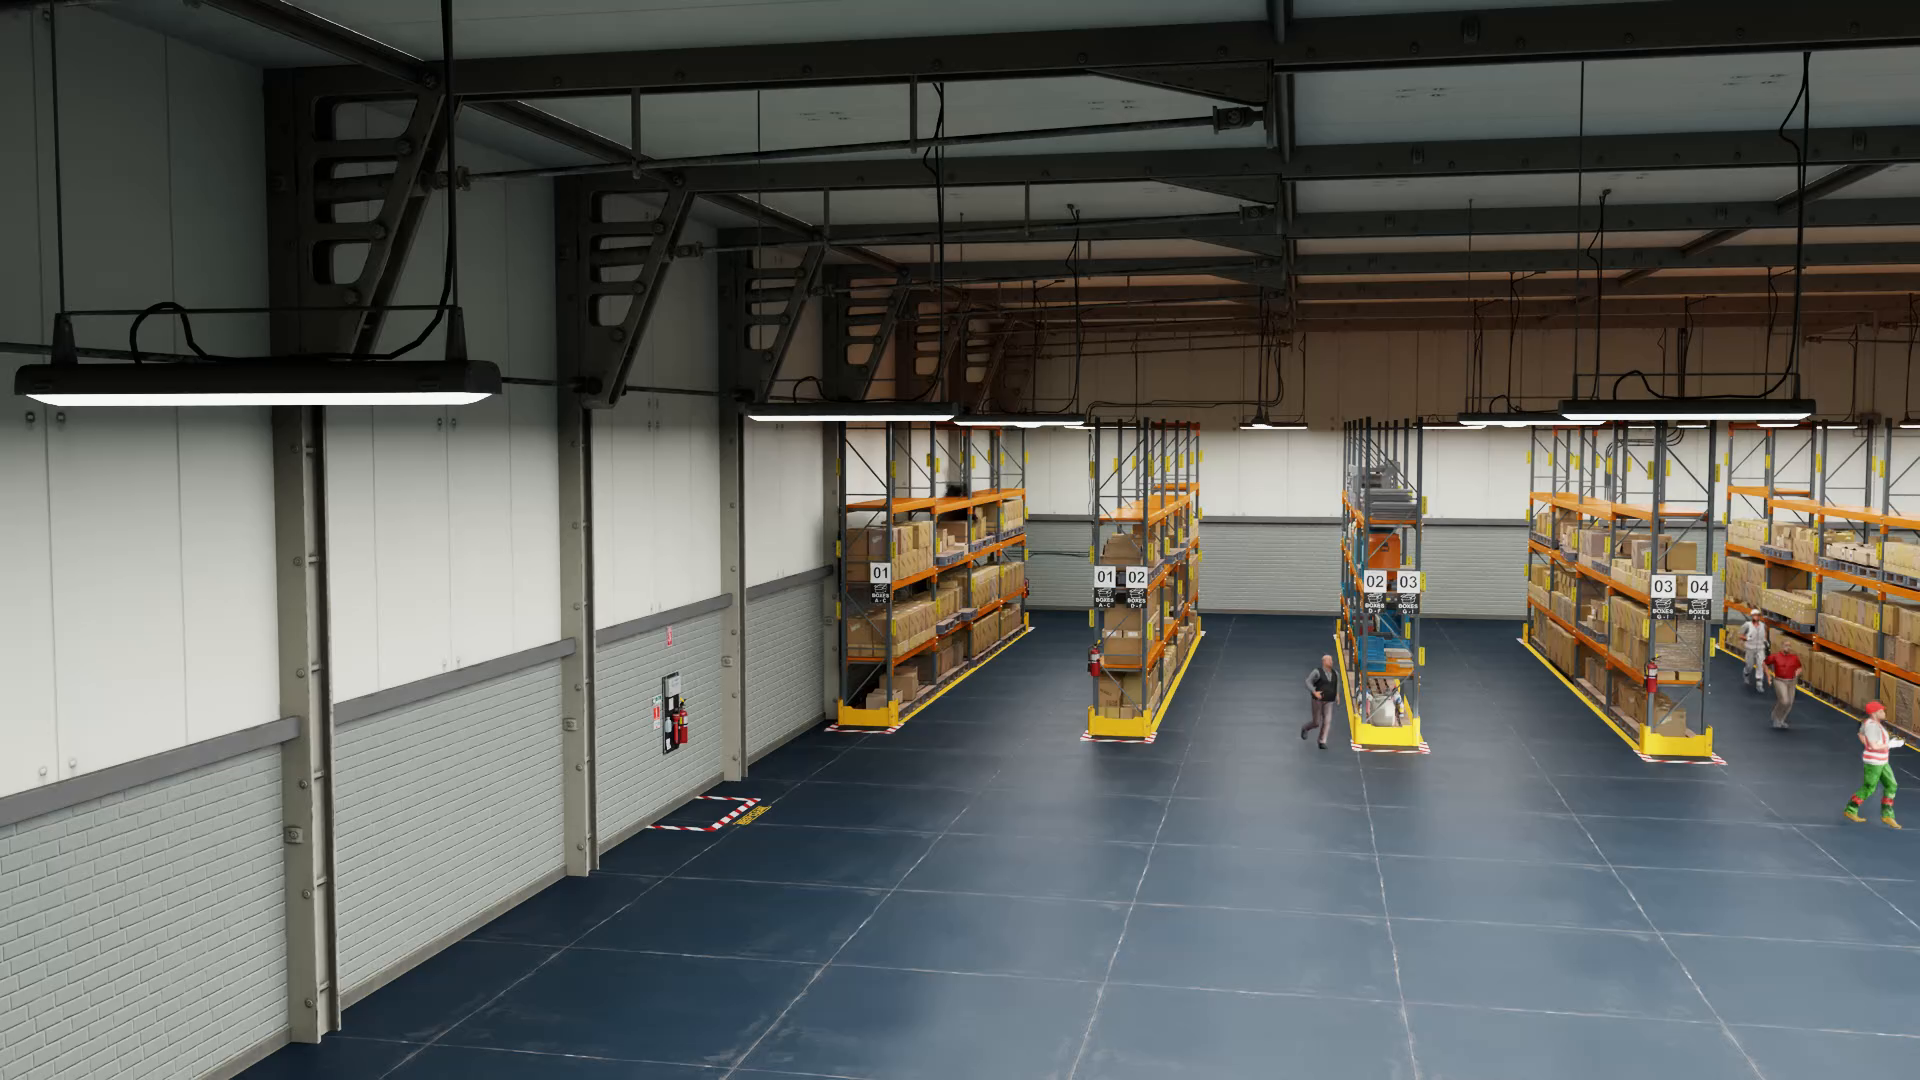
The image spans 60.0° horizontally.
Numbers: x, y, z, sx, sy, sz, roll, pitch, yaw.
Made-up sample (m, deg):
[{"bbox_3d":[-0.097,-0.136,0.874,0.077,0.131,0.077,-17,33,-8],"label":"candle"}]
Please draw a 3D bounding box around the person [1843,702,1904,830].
[{"bbox_3d":[13.231,3.251,24.057,0.765,1.832,0.632,3,5,40],"label":"person"}]

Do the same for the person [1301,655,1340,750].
[{"bbox_3d":[6.634,2.926,30.207,0.713,1.667,0.842,-1,4,-13],"label":"person"}]

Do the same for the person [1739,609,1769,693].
[{"bbox_3d":[17.557,2.423,36.750,0.656,1.786,0.987,1,4,8],"label":"person"}]

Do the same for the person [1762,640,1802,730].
[{"bbox_3d":[15.873,2.796,31.971,0.645,1.719,0.675,0,4,-1],"label":"person"}]
